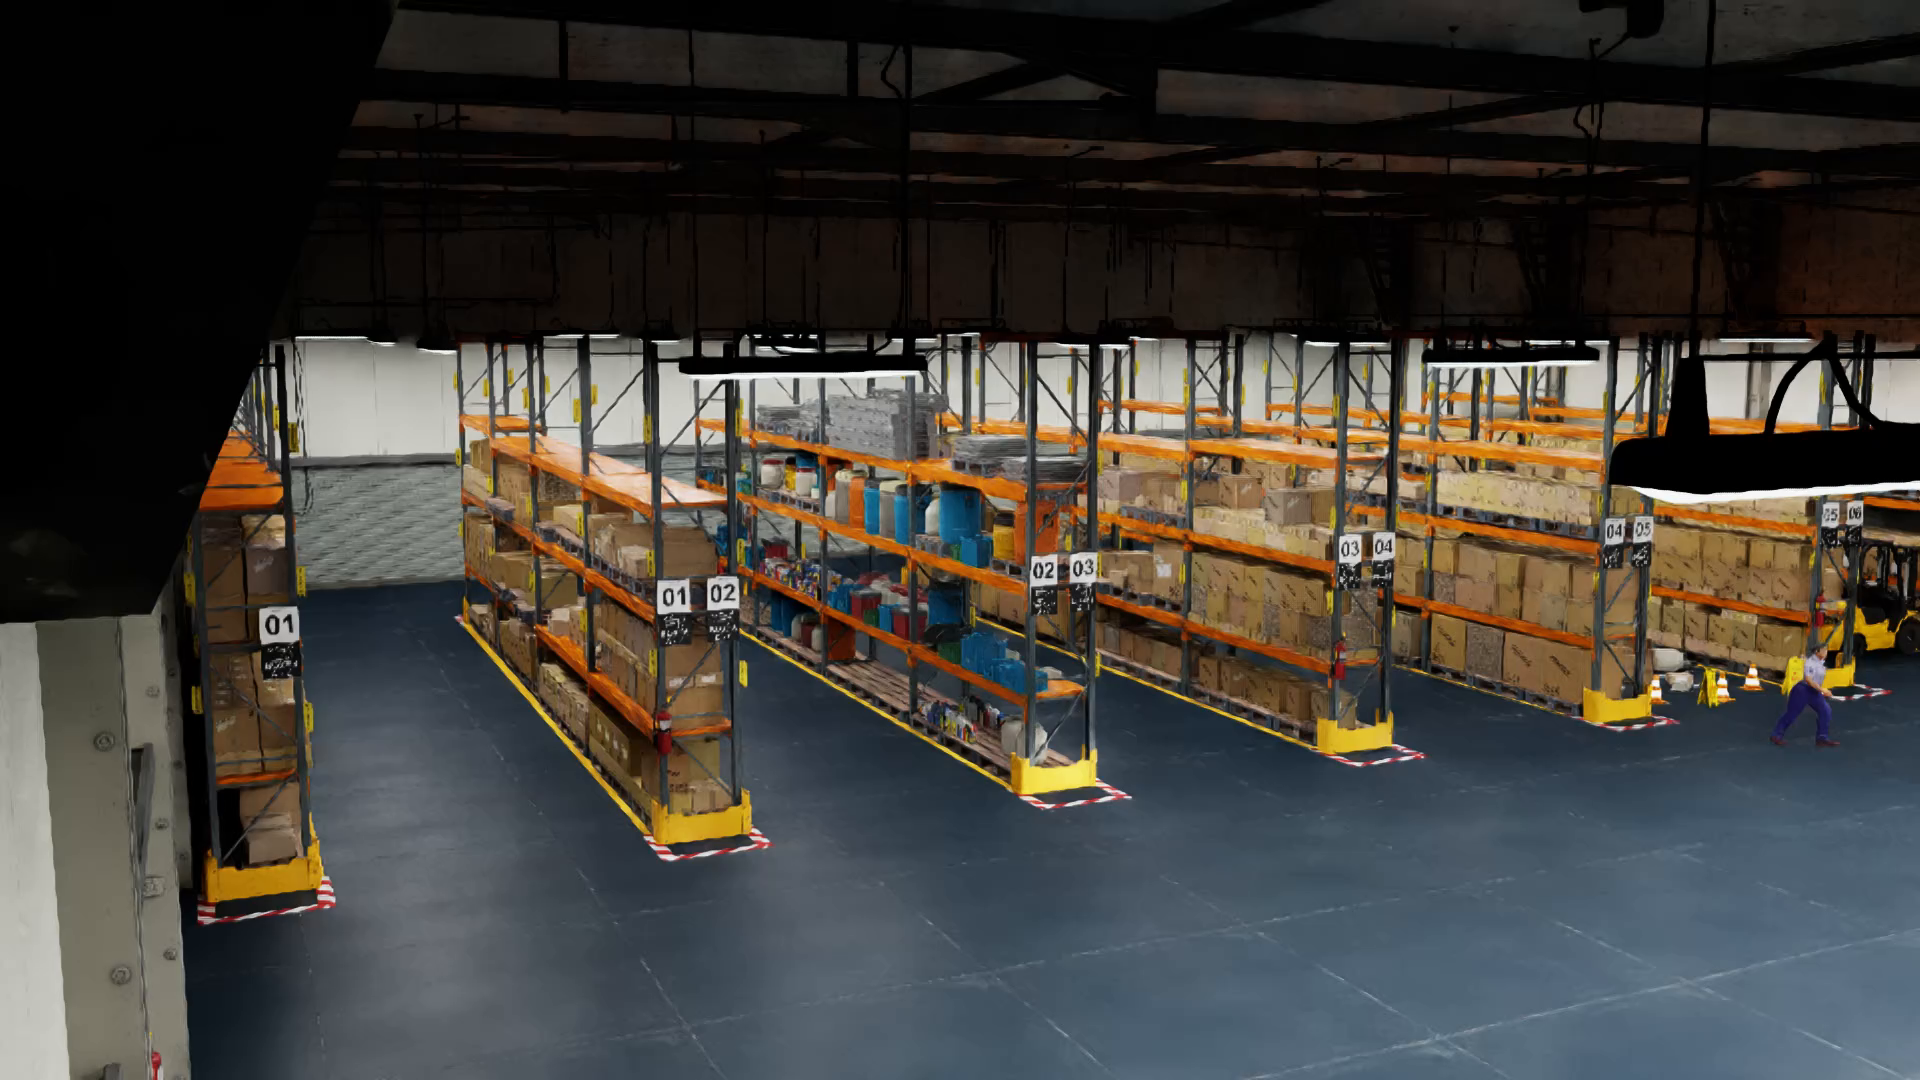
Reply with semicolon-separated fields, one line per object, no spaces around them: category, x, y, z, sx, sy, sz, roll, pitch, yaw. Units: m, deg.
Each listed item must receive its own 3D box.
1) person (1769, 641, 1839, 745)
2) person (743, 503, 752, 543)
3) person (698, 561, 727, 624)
person;12.483;2.247;24.517;0.655;1.576;0.824;-7;10;-41
person;-5.211;-0.059;40.819;0.533;1.770;0.759;2;8;12
person;-4.969;0.998;33.494;0.675;1.667;0.864;2;8;11
